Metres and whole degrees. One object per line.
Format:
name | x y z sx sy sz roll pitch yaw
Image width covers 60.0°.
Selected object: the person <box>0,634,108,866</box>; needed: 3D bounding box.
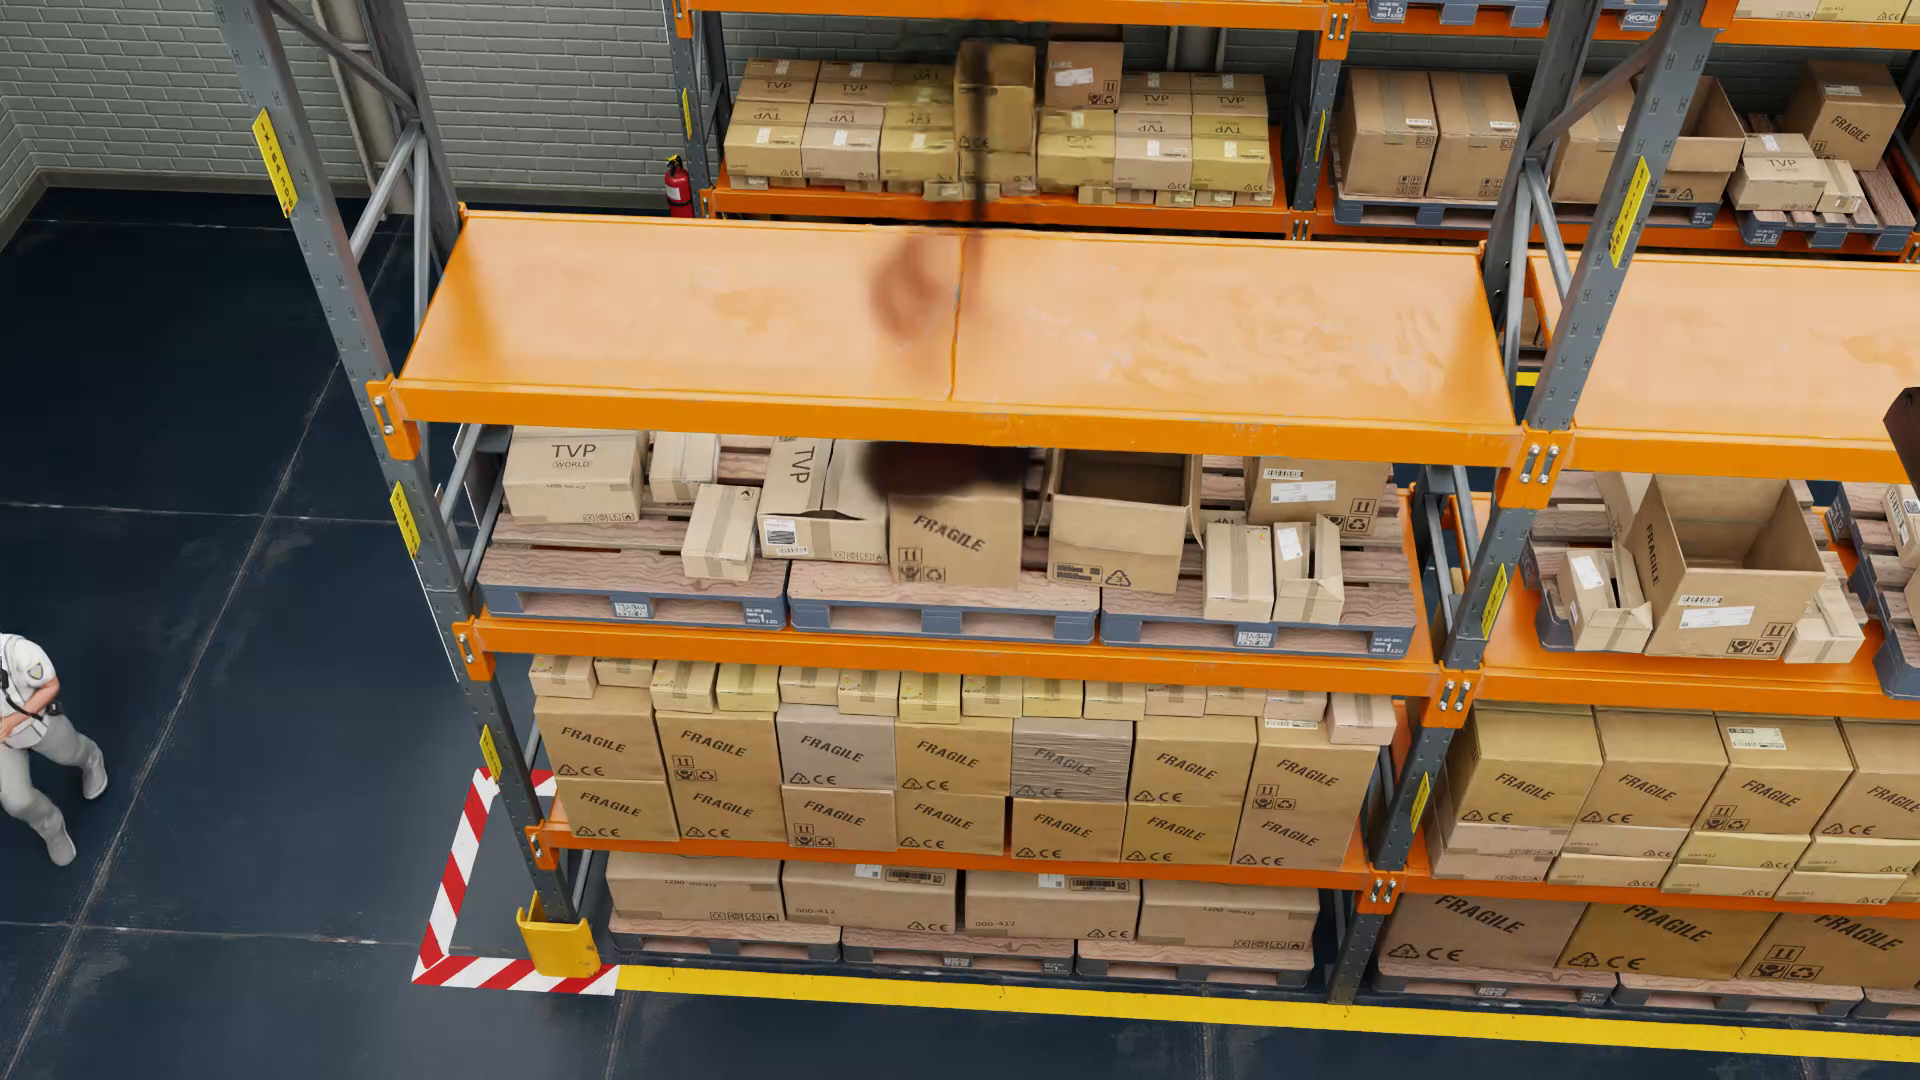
person | -4.905 0.986 8.670 0.633 1.853 0.753 -14 49 -13
